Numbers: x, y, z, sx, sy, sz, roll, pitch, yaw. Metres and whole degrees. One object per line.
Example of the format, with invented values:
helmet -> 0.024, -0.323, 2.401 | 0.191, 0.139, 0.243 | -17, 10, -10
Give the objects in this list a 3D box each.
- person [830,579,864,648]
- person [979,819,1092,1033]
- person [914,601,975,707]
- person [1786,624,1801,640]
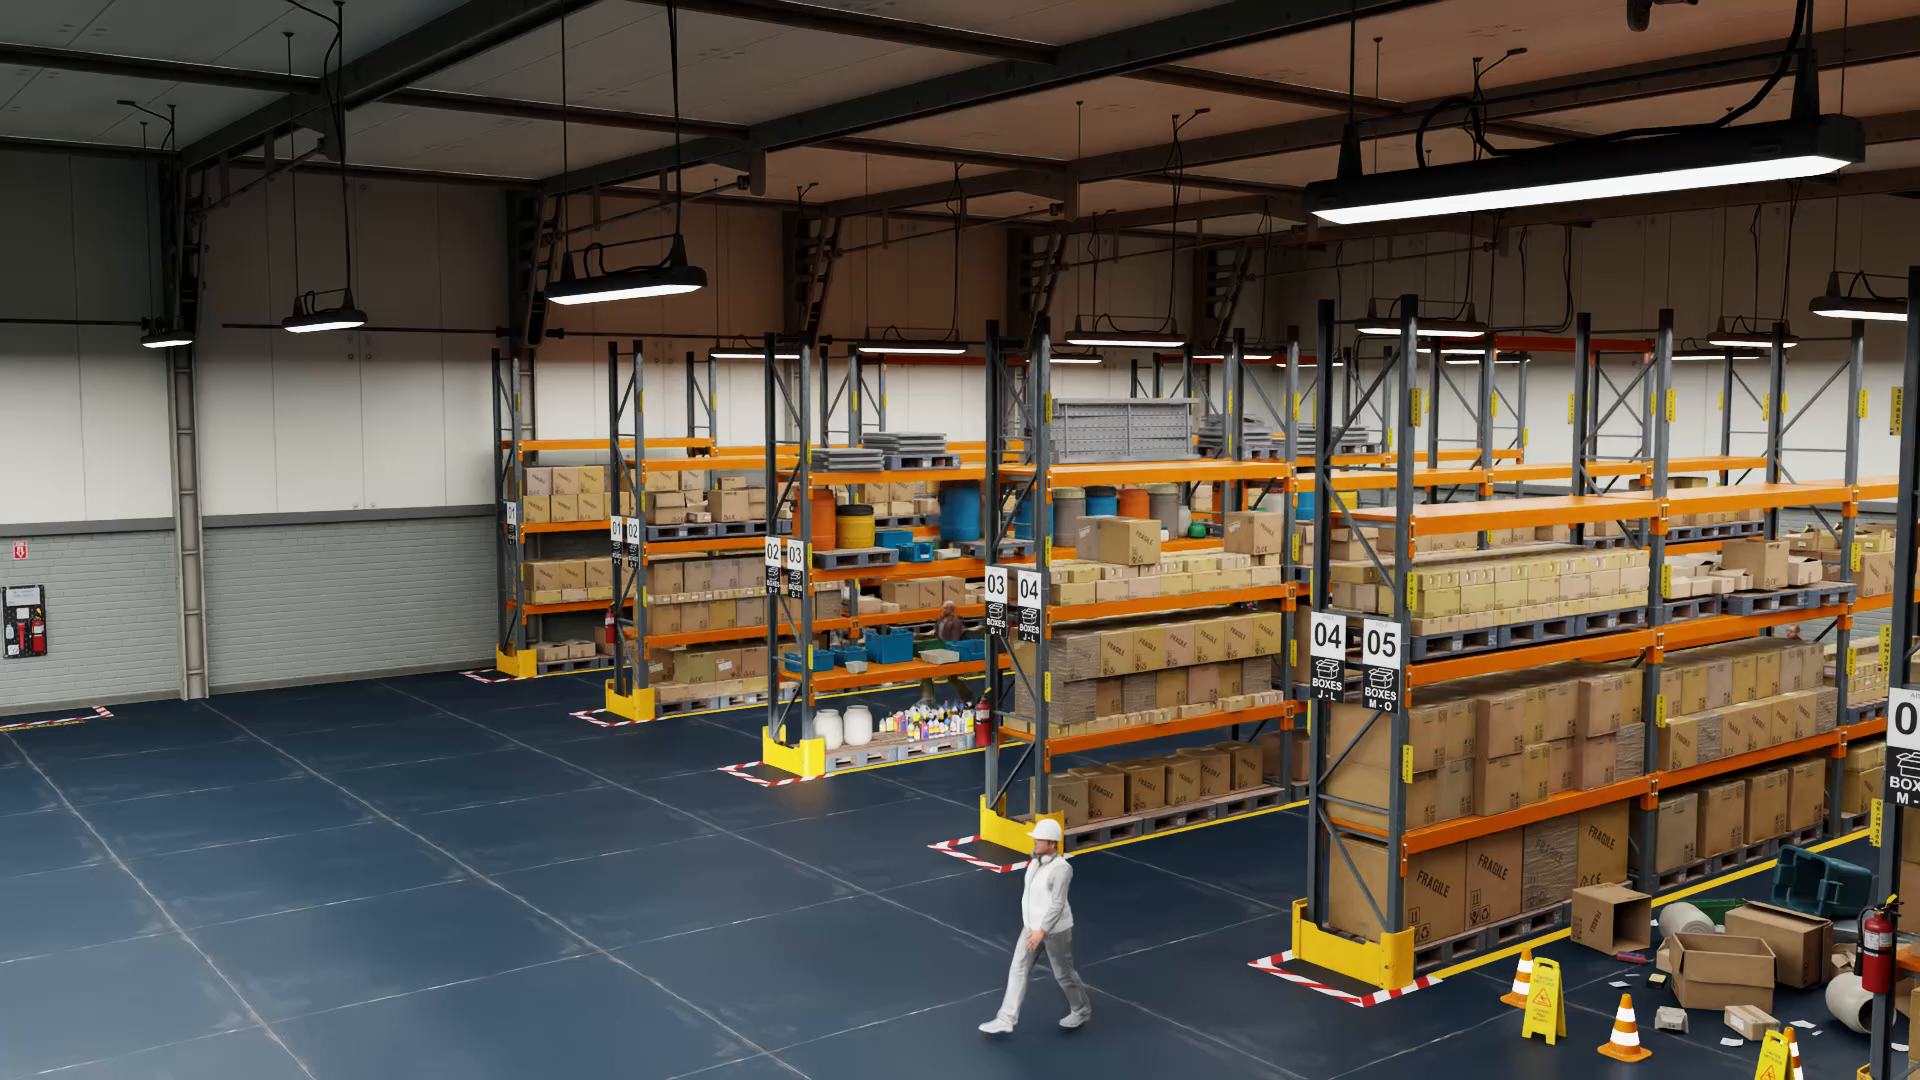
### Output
person -> -2.243, 1.419, 32.509 | 0.672, 1.722, 1.054 | 5, 7, 44
person -> 0.637, 3.110, 13.387 | 0.970, 1.727, 0.552 | -3, 6, -31
person -> -0.224, 1.782, 26.201 | 1.040, 1.659, 0.638 | -4, 6, -36
person -> 12.617, 2.102, 25.274 | 1.099, 1.664, 0.621 | -4, 7, -40
